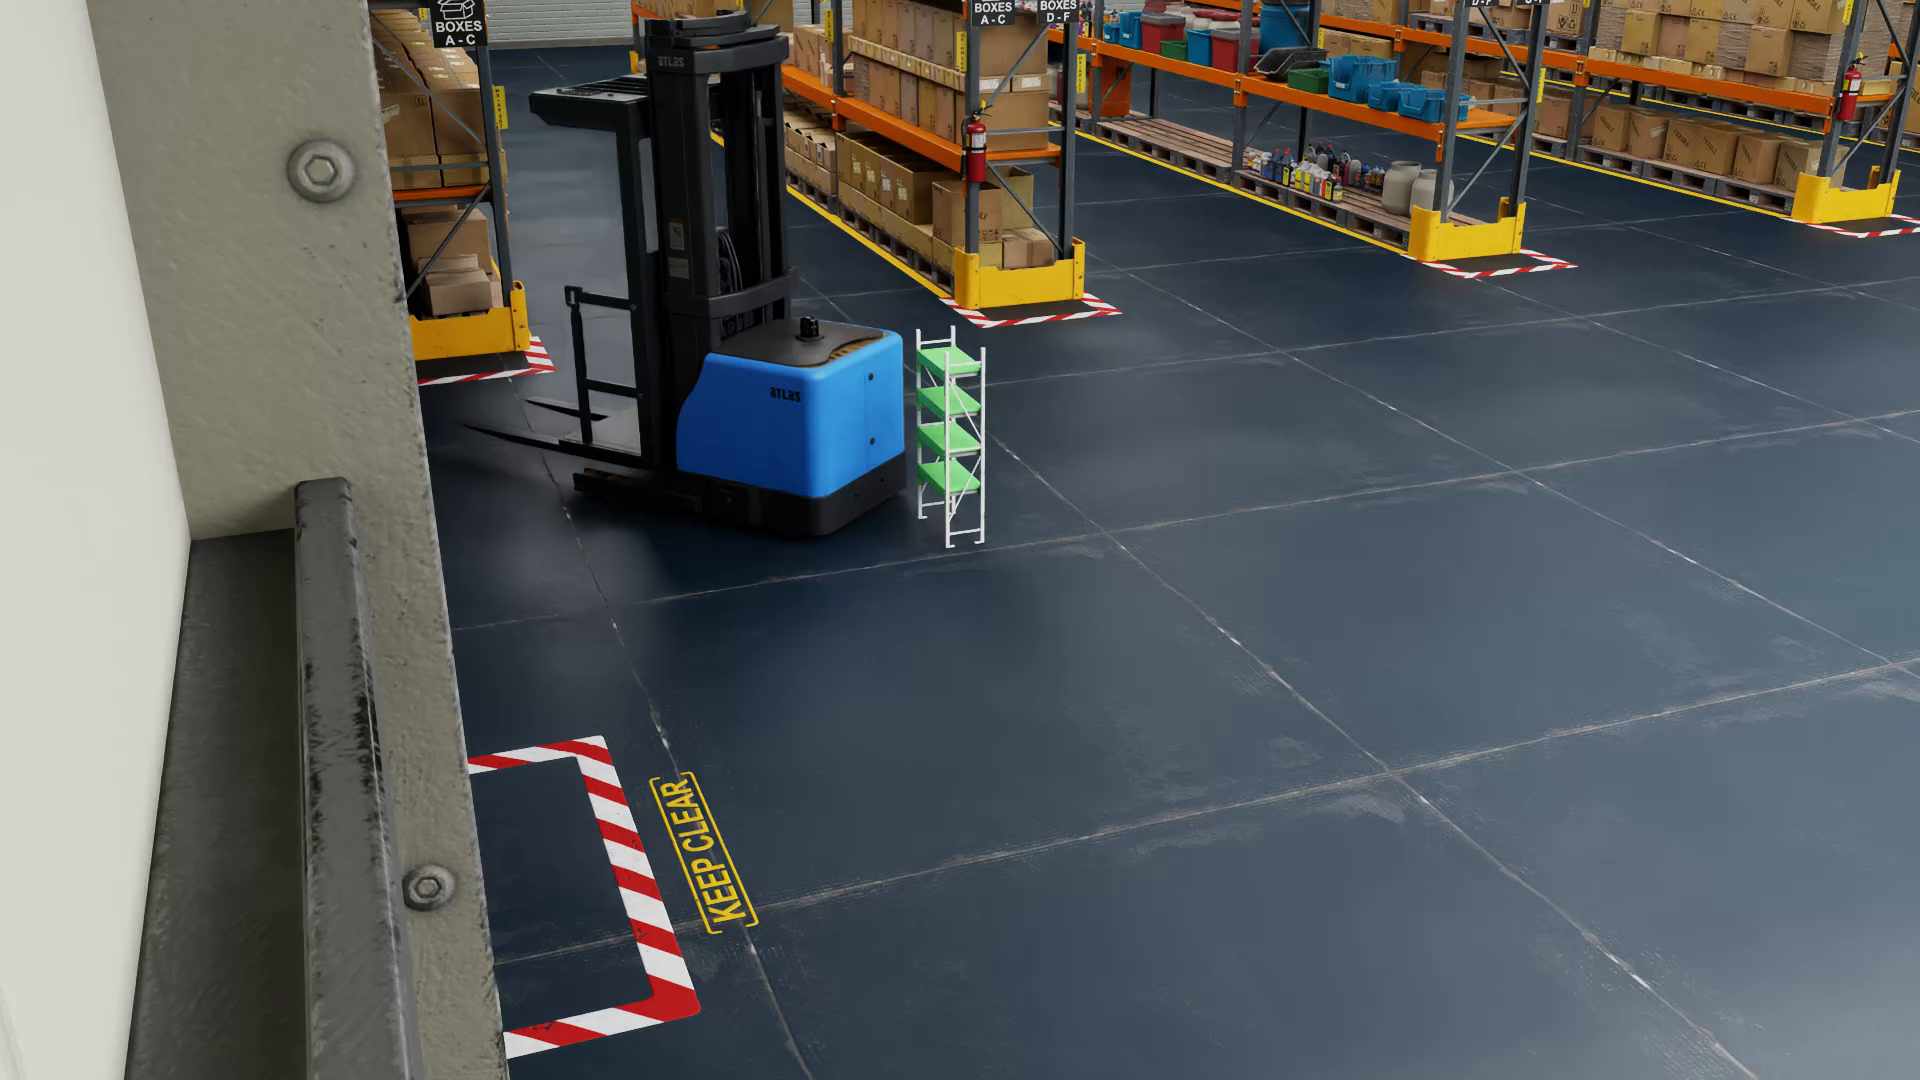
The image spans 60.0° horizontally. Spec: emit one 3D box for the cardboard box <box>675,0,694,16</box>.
[{"bbox_3d":[-3.749,-7.977,24.345,0.700,0.500,0.500,-18,29,-36],"label":"cardboard box"}]

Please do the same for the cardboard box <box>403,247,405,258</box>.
[{"bbox_3d":[-4.968,-2.658,15.498,0.380,0.149,0.250,-10,25,-23],"label":"cardboard box"}]

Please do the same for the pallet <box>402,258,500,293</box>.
[{"bbox_3d":[-4.809,-2.385,15.335,1.003,0.211,1.213,-8,24,-19],"label":"pallet"}]

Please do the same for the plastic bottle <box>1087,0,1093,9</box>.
[{"bbox_3d":[1.948,-7.907,24.910,0.144,0.351,0.185,-8,24,-19],"label":"plastic bottle"}]

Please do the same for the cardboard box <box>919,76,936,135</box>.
[{"bbox_3d":[0.019,-4.169,15.850,0.700,0.500,0.500,-8,24,-19],"label":"cardboard box"}]

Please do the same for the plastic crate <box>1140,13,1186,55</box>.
[{"bbox_3d":[2.626,-6.566,21.583,0.402,0.464,0.583,-8,24,-19],"label":"plastic crate"}]

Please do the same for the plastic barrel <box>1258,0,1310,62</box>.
[{"bbox_3d":[3.901,-6.125,19.974,0.600,0.901,0.708,-8,24,-19],"label":"plastic barrel"}]

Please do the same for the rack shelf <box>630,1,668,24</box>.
[{"bbox_3d":[-4.414,-8.336,26.791,1.077,0.370,4.000,-8,24,-19],"label":"rack shelf"}]

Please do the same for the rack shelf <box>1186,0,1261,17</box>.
[{"bbox_3d":[4.855,-9.694,30.013,1.077,0.370,4.000,-8,24,-19],"label":"rack shelf"}]

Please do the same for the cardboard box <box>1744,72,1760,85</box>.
[{"bbox_3d":[9.159,-5.262,18.895,0.380,0.149,0.250,-8,24,-19],"label":"cardboard box"}]

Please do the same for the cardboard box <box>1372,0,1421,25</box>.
[{"bbox_3d":[6.569,-8.036,25.026,0.500,0.500,0.500,-8,24,-17],"label":"cardboard box"}]

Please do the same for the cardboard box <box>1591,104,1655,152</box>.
[{"bbox_3d":[8.492,-5.282,21.298,0.500,0.500,0.500,-9,25,-21],"label":"cardboard box"}]

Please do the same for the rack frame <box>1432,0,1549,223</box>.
[{"bbox_3d":[5.167,-4.259,16.191,1.000,3.000,0.127,-8,24,-19],"label":"rack frame"}]

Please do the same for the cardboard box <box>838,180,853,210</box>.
[{"bbox_3d":[-1.001,-3.750,17.985,0.500,0.250,0.500,-8,24,-19],"label":"cardboard box"}]

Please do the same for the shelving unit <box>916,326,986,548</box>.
[{"bbox_3d":[-0.058,-0.613,9.859,0.258,1.200,0.503,-8,24,-19],"label":"shelving unit"}]

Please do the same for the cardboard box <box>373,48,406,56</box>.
[{"bbox_3d":[-5.364,-4.251,15.374,0.500,0.500,0.500,-8,24,-19],"label":"cardboard box"}]

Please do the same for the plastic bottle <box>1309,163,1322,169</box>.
[{"bbox_3d":[3.998,-4.116,18.793,0.152,0.276,0.135,-8,24,-19],"label":"plastic bottle"}]

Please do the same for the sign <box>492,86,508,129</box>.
[{"bbox_3d":[-3.594,-3.373,12.975,0.100,0.325,0.005,-8,24,-19],"label":"sign"}]

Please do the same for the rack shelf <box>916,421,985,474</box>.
[{"bbox_3d":[-0.058,-0.554,9.884,0.258,0.148,0.480,-8,24,-19],"label":"rack shelf"}]

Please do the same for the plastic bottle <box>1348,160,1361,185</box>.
[{"bbox_3d":[4.487,-4.219,19.037,0.152,0.276,0.135,-8,24,-18],"label":"plastic bottle"}]

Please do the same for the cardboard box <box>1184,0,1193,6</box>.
[{"bbox_3d":[4.450,-9.745,31.402,0.875,0.875,0.875,-8,24,-19],"label":"cardboard box"}]

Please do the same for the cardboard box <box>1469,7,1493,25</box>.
[{"bbox_3d":[7.352,-7.329,23.128,0.500,0.250,0.500,-9,24,-20],"label":"cardboard box"}]

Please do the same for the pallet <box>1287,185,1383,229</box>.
[{"bbox_3d":[4.387,-3.733,18.535,1.003,0.211,1.213,-8,24,-19],"label":"pallet"}]

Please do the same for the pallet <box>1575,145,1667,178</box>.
[{"bbox_3d":[8.658,-4.868,21.226,1.003,0.211,1.213,-8,24,-19],"label":"pallet"}]

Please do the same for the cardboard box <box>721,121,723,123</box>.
[{"bbox_3d":[-3.027,-6.034,23.055,0.500,0.500,0.500,-9,25,-21],"label":"cardboard box"}]

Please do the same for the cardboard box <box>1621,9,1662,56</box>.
[{"bbox_3d":[8.633,-6.216,20.324,0.875,0.500,0.500,-8,24,-19],"label":"cardboard box"}]

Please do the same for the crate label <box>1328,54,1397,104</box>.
[{"bbox_3d":[4.264,-4.907,17.683,0.502,0.435,0.616,-8,24,-19],"label":"crate label"}]

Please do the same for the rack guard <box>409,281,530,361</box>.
[{"bbox_3d":[-4.128,-1.775,13.517,1.175,0.500,0.348,-8,24,-19],"label":"rack guard"}]

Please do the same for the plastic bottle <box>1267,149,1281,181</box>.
[{"bbox_3d":[3.651,-4.344,19.238,0.144,0.351,0.185,-8,24,-18],"label":"plastic bottle"}]

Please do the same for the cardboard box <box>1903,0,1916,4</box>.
[{"bbox_3d":[13.162,-7.463,22.211,0.875,0.550,0.550,-8,24,-19],"label":"cardboard box"}]

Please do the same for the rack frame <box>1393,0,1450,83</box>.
[{"bbox_3d":[6.975,-7.845,24.700,1.000,3.000,0.127,-8,24,-19],"label":"rack frame"}]

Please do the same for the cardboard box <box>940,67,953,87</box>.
[{"bbox_3d":[0.034,-4.226,15.150,0.380,0.149,0.250,-9,24,-20],"label":"cardboard box"}]

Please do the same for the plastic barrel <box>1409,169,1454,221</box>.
[{"bbox_3d":[4.863,-3.534,17.136,0.421,0.512,0.421,0,23,0],"label":"plastic barrel"}]

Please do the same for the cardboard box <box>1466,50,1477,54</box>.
[{"bbox_3d":[9.613,-9.111,30.834,0.380,0.149,0.250,-9,25,-21],"label":"cardboard box"}]

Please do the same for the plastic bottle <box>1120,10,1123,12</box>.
[{"bbox_3d":[2.323,-7.536,24.118,0.061,0.283,0.133,-8,24,-19],"label":"plastic bottle"}]

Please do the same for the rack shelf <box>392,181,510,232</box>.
[{"bbox_3d":[-4.808,-3.295,14.830,1.077,0.370,4.000,-8,24,-19],"label":"rack shelf"}]

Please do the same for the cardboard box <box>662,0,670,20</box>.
[{"bbox_3d":[-4.307,-8.320,25.699,0.500,0.500,0.500,-8,24,-17],"label":"cardboard box"}]

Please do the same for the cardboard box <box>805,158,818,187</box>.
[{"bbox_3d":[-1.476,-4.255,19.183,0.500,0.250,0.500,-9,24,-20],"label":"cardboard box"}]

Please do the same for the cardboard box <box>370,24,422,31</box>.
[{"bbox_3d":[-6.115,-5.230,17.801,0.700,0.500,0.500,-5,23,-12],"label":"cardboard box"}]

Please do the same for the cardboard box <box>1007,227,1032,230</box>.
[{"bbox_3d":[0.371,-2.913,15.999,0.500,0.250,0.500,-8,24,-19],"label":"cardboard box"}]

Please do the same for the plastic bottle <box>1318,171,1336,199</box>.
[{"bbox_3d":[4.045,-3.909,18.302,0.152,0.276,0.135,-8,24,-19],"label":"plastic bottle"}]

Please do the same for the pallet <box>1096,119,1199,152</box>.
[{"bbox_3d":[2.578,-5.594,22.949,1.003,0.211,1.213,-8,24,-19],"label":"pallet"}]

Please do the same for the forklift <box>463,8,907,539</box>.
[{"bbox_3d":[-1.877,-1.755,10.341,3.031,2.935,1.130,12,26,27],"label":"forklift"}]

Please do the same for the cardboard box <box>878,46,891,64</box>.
[{"bbox_3d":[-0.605,-4.884,16.710,0.380,0.149,0.250,-9,25,-21],"label":"cardboard box"}]

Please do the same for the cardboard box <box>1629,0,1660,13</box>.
[{"bbox_3d":[8.487,-6.656,20.079,0.500,0.500,0.500,-8,24,-19],"label":"cardboard box"}]

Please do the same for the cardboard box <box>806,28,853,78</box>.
[{"bbox_3d":[-1.500,-5.735,19.564,0.500,0.500,0.500,-8,24,-19],"label":"cardboard box"}]

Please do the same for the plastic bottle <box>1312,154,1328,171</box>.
[{"bbox_3d":[4.189,-4.366,19.387,0.152,0.276,0.135,-8,24,-19],"label":"plastic bottle"}]

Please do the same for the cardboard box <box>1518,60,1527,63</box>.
[{"bbox_3d":[10.250,-8.679,29.357,0.500,0.500,0.500,-7,24,-17],"label":"cardboard box"}]

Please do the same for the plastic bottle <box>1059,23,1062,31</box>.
[{"bbox_3d":[1.488,-7.503,24.144,0.097,0.201,0.097,0,23,0],"label":"plastic bottle"}]

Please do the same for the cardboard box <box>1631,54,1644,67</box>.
[{"bbox_3d":[8.470,-5.887,20.379,0.380,0.149,0.250,-8,24,-19],"label":"cardboard box"}]

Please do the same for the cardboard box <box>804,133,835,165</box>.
[{"bbox_3d":[-1.482,-4.515,19.076,0.500,0.311,0.500,-8,24,-18],"label":"cardboard box"}]

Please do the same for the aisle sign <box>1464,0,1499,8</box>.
[{"bbox_3d":[4.915,-5.390,15.528,0.394,0.787,0.004,-8,24,-19],"label":"aisle sign"}]

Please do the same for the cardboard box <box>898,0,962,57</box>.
[{"bbox_3d":[-0.187,-4.970,16.081,0.700,0.500,0.500,-8,24,-19],"label":"cardboard box"}]

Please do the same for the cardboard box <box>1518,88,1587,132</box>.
[{"bbox_3d":[8.040,-5.844,22.606,0.700,0.500,0.500,-8,24,-19],"label":"cardboard box"}]

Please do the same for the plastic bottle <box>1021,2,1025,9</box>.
[{"bbox_3d":[0.972,-8.051,25.338,0.061,0.283,0.133,-8,24,-19],"label":"plastic bottle"}]

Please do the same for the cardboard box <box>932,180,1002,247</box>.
[{"bbox_3d":[0.064,-3.006,15.254,0.500,0.500,0.500,-8,24,-19],"label":"cardboard box"}]

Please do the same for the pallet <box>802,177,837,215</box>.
[{"bbox_3d":[-1.178,-4.011,19.195,1.003,0.211,1.213,-8,24,-19],"label":"pallet"}]

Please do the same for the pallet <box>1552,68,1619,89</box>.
[{"bbox_3d":[10.949,-7.931,28.494,1.003,0.211,1.213,-8,24,-19],"label":"pallet"}]

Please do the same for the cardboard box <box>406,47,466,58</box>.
[{"bbox_3d":[-4.876,-4.329,15.559,0.500,0.500,0.500,-8,24,-19],"label":"cardboard box"}]
